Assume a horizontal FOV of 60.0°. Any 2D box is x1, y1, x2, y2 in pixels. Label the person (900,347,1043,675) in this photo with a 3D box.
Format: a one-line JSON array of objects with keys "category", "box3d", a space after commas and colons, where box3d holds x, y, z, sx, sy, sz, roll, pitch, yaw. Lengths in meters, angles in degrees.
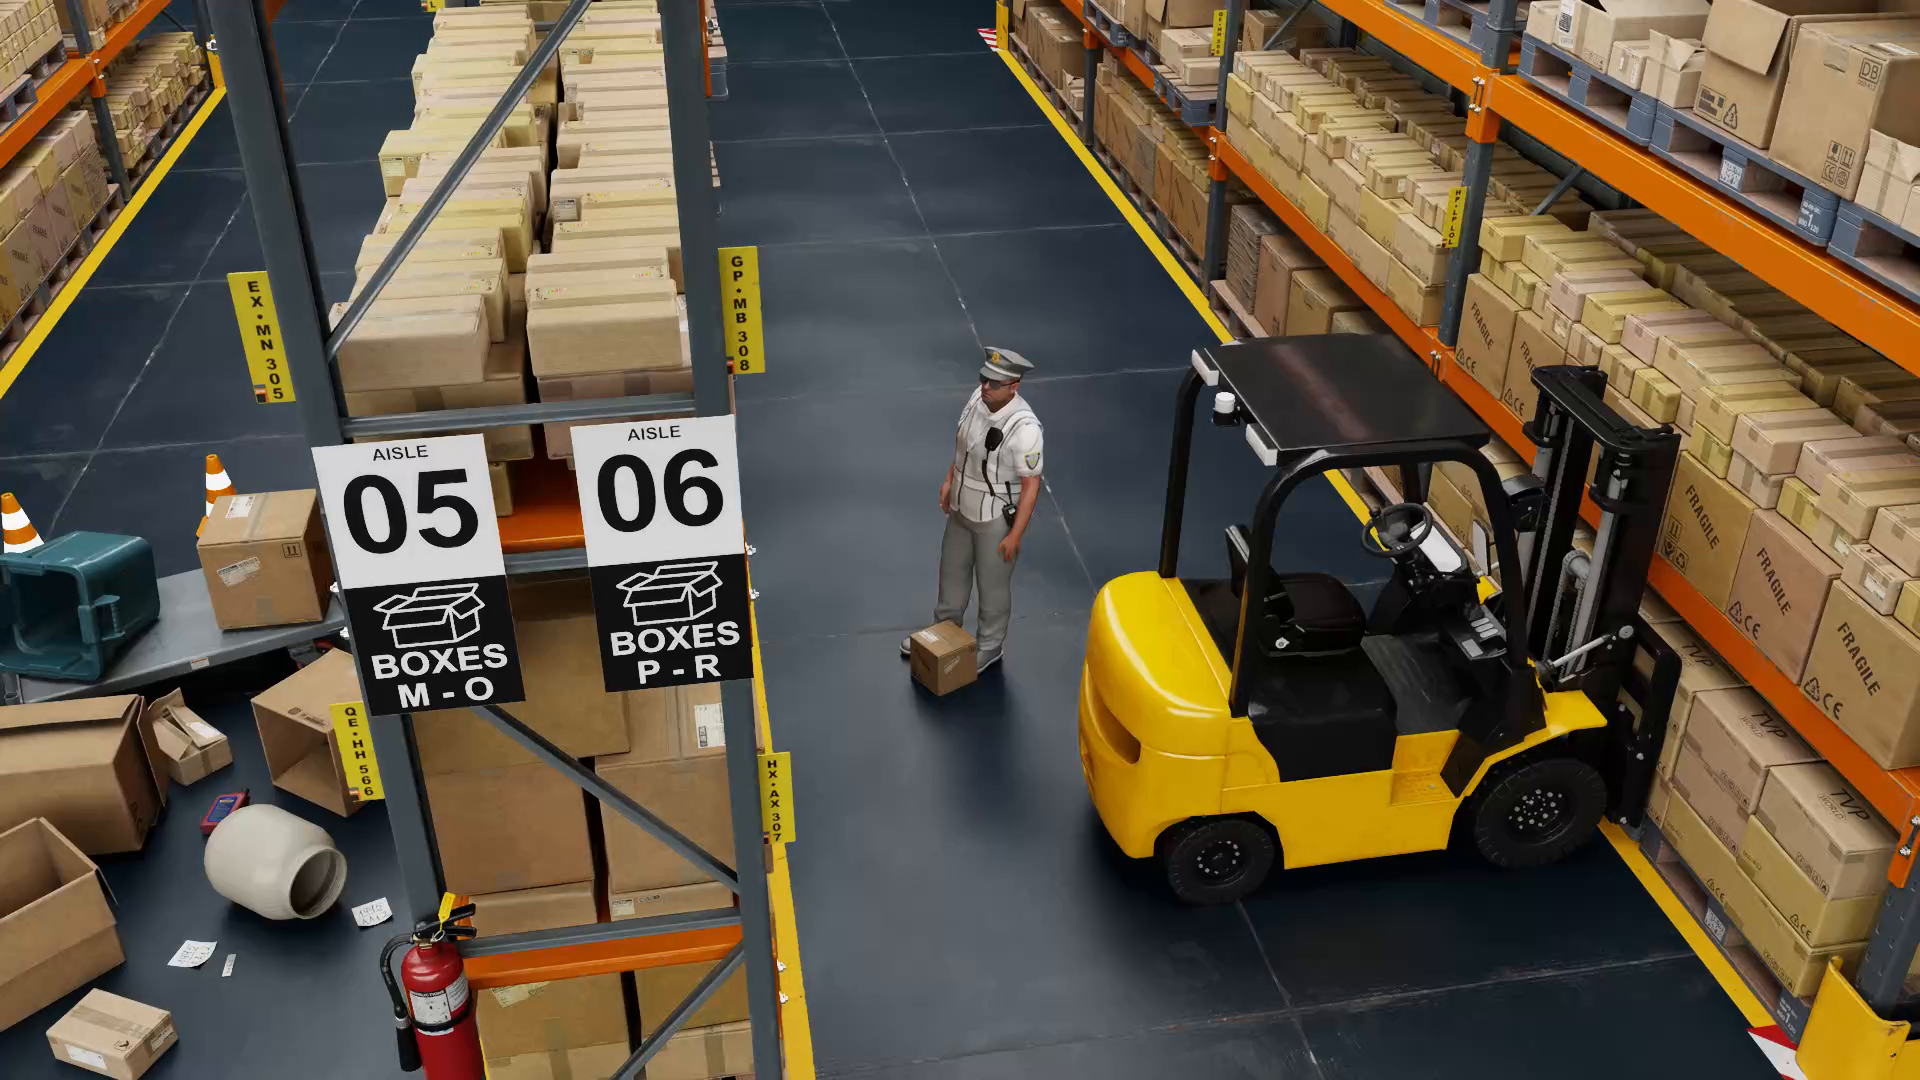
[{"category": "person", "box3d": [0.072, -0.136, 8.314, 0.573, 1.780, 0.641, -19, 36, -29]}]
